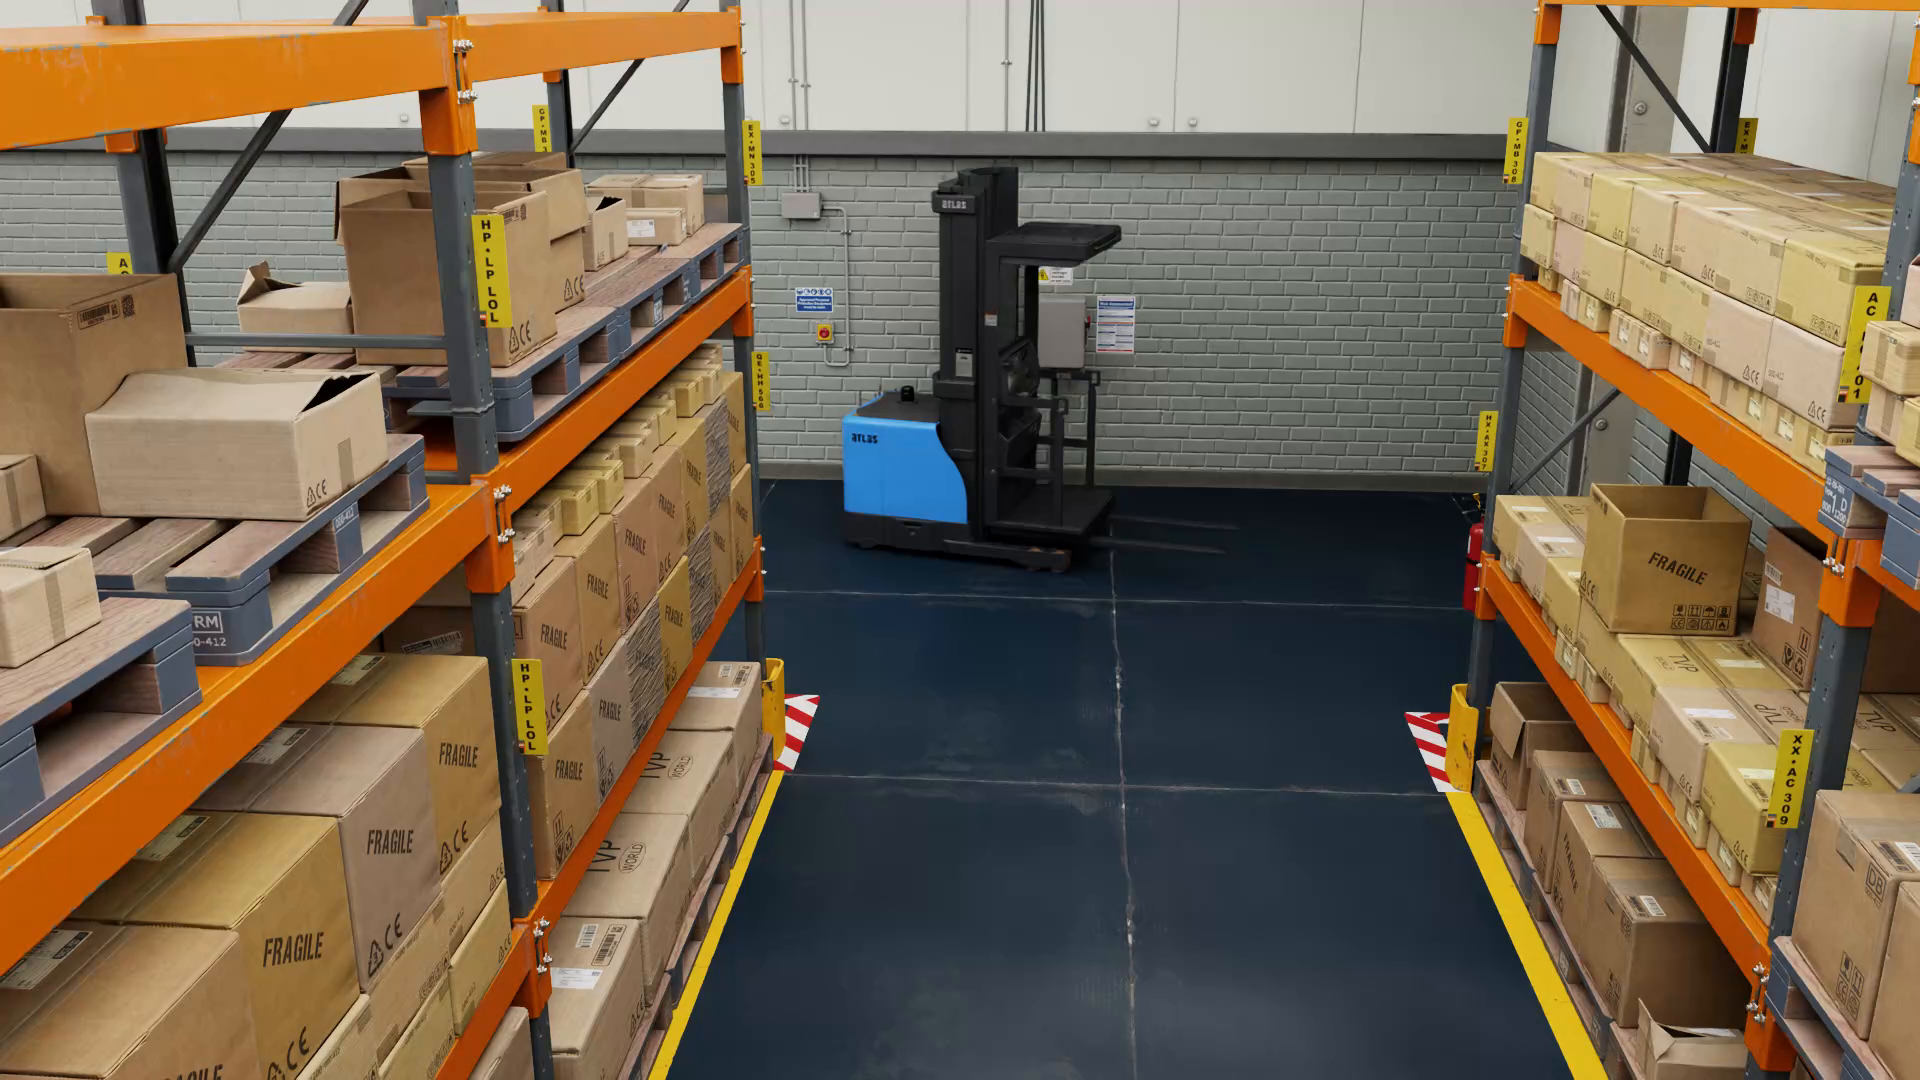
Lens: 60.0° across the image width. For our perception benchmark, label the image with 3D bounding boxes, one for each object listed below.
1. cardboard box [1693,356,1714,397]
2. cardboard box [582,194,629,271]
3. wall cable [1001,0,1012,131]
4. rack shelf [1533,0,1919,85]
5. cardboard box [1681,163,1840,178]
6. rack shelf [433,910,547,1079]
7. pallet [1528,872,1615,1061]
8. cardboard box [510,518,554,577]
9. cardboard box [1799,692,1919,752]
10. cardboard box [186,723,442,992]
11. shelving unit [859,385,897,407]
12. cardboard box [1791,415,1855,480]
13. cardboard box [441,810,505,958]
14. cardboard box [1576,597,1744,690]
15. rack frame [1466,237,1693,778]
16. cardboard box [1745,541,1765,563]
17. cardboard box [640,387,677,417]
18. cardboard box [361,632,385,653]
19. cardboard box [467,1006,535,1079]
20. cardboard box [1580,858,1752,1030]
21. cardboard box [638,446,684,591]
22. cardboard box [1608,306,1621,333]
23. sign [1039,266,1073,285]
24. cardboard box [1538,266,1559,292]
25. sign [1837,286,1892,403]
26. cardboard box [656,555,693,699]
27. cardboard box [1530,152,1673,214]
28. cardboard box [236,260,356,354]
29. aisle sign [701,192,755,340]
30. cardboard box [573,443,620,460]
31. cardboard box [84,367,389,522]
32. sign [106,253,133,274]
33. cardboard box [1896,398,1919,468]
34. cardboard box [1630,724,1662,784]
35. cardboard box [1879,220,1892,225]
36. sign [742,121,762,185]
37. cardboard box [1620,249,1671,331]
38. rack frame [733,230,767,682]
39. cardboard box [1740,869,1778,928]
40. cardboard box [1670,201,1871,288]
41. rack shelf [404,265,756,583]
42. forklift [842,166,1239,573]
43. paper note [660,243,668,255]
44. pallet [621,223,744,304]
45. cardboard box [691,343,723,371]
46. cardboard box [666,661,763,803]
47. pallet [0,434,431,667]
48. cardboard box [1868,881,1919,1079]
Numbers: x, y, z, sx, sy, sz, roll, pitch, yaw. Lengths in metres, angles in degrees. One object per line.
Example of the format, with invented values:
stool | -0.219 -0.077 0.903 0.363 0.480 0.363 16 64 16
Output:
cardboard box | 2.897 -0.600 6.022 0.380 0.149 0.250 2 18 6
cardboard box | -1.775 -1.376 7.296 0.500 0.311 0.500 2 18 5
wall cable | -0.741 -4.816 13.668 2.355 3.000 0.029 1 18 4
rack shelf | 3.190 -1.986 6.193 1.077 0.370 4.000 1 18 4
cardboard box | 3.542 -1.527 7.409 0.500 0.250 0.500 1 18 2
rack shelf | -2.048 1.996 3.670 1.077 0.370 4.000 1 18 4
pallet | 3.182 1.874 7.364 1.003 0.211 1.213 1 18 4
cardboard box | -1.621 0.030 5.707 0.380 0.149 0.250 2 18 5
cardboard box | 3.381 0.769 6.023 0.500 0.250 0.500 1 18 3
cardboard box | -1.716 0.815 4.351 0.500 0.500 0.500 2 18 5
shelving unit | -0.684 -0.761 14.060 0.215 1.050 0.252 15 23 38
cardboard box | 2.778 -0.282 5.052 0.380 0.149 0.250 1 18 4
cardboard box | -1.693 1.009 4.965 0.500 0.250 0.500 1 18 4
cardboard box | 2.948 0.438 7.031 0.500 0.250 0.500 1 18 2
rack frame | 3.334 -0.100 8.911 1.000 3.000 0.127 1 18 4
cardboard box | 3.527 0.139 7.945 0.500 0.250 0.500 1 18 4
cardboard box | -1.521 -0.606 7.648 0.380 0.149 0.250 1 18 3
cardboard box | -2.146 0.357 5.749 0.500 0.500 0.500 1 18 3
cardboard box | -1.869 2.037 5.126 0.875 0.875 0.875 2 18 6
cardboard box | 3.021 1.663 6.870 0.700 0.500 0.500 1 18 2
cardboard box | -1.500 -0.104 7.158 0.500 0.500 0.500 1 18 4
cardboard box | 2.962 -0.916 6.987 0.380 0.149 0.250 1 18 3
sign | 0.808 -2.327 14.381 0.339 0.242 0.001 1 18 4
cardboard box | 3.079 -1.312 8.196 0.380 0.149 0.250 2 18 5
sign | 2.505 -0.538 4.601 0.100 0.325 0.005 1 18 4
cardboard box | -1.490 0.375 7.301 0.500 0.500 0.500 2 18 6
cardboard box | 3.051 -1.701 7.939 0.500 0.250 0.500 1 18 3
cardboard box | -2.178 -0.781 5.554 0.396 0.266 0.258 2 18 6
aisle sign | -1.303 -1.460 8.887 0.394 0.787 0.004 1 18 4
cardboard box | -1.581 -0.288 6.677 0.380 0.149 0.250 1 18 4
cardboard box | -1.758 -0.271 4.086 0.500 0.311 0.500 1 18 4
sign | -2.458 -0.688 4.930 0.100 0.325 0.005 1 18 4
cardboard box | 2.575 -0.247 4.111 0.380 0.149 0.250 1 18 5
cardboard box | 2.845 0.834 6.465 0.380 0.149 0.250 1 18 3
cardboard box | 3.388 -0.899 5.493 0.500 0.250 0.500 1 18 2
sign | -1.077 -2.002 8.602 0.100 0.325 0.005 1 18 4
cardboard box | 2.950 -0.986 6.559 0.500 0.250 0.500 1 18 3
rack frame | -1.618 -0.210 9.245 1.000 3.000 0.127 1 18 4
cardboard box | 2.818 1.157 5.478 0.380 0.149 0.250 2 18 5
cardboard box | 2.915 -1.068 6.008 0.500 0.250 0.500 2 18 5
rack shelf | -1.761 -0.672 6.994 1.077 0.370 4.000 1 18 4
forklift | 0.643 -1.328 12.770 3.031 2.935 1.130 6 19 17
paper note | -1.188 -1.171 6.681 0.006 0.032 0.123 1 18 4
pallet | -1.660 -1.362 8.088 1.003 0.211 1.213 1 18 4
cardboard box | -1.444 -0.924 8.619 0.380 0.149 0.250 2 18 5
cardboard box | -1.565 1.016 8.946 0.875 0.438 0.875 1 18 2
pallet | -1.921 -0.016 4.144 0.805 0.209 1.217 1 18 2
cardboard box | 2.752 1.201 4.104 0.700 0.500 0.500 1 18 5
